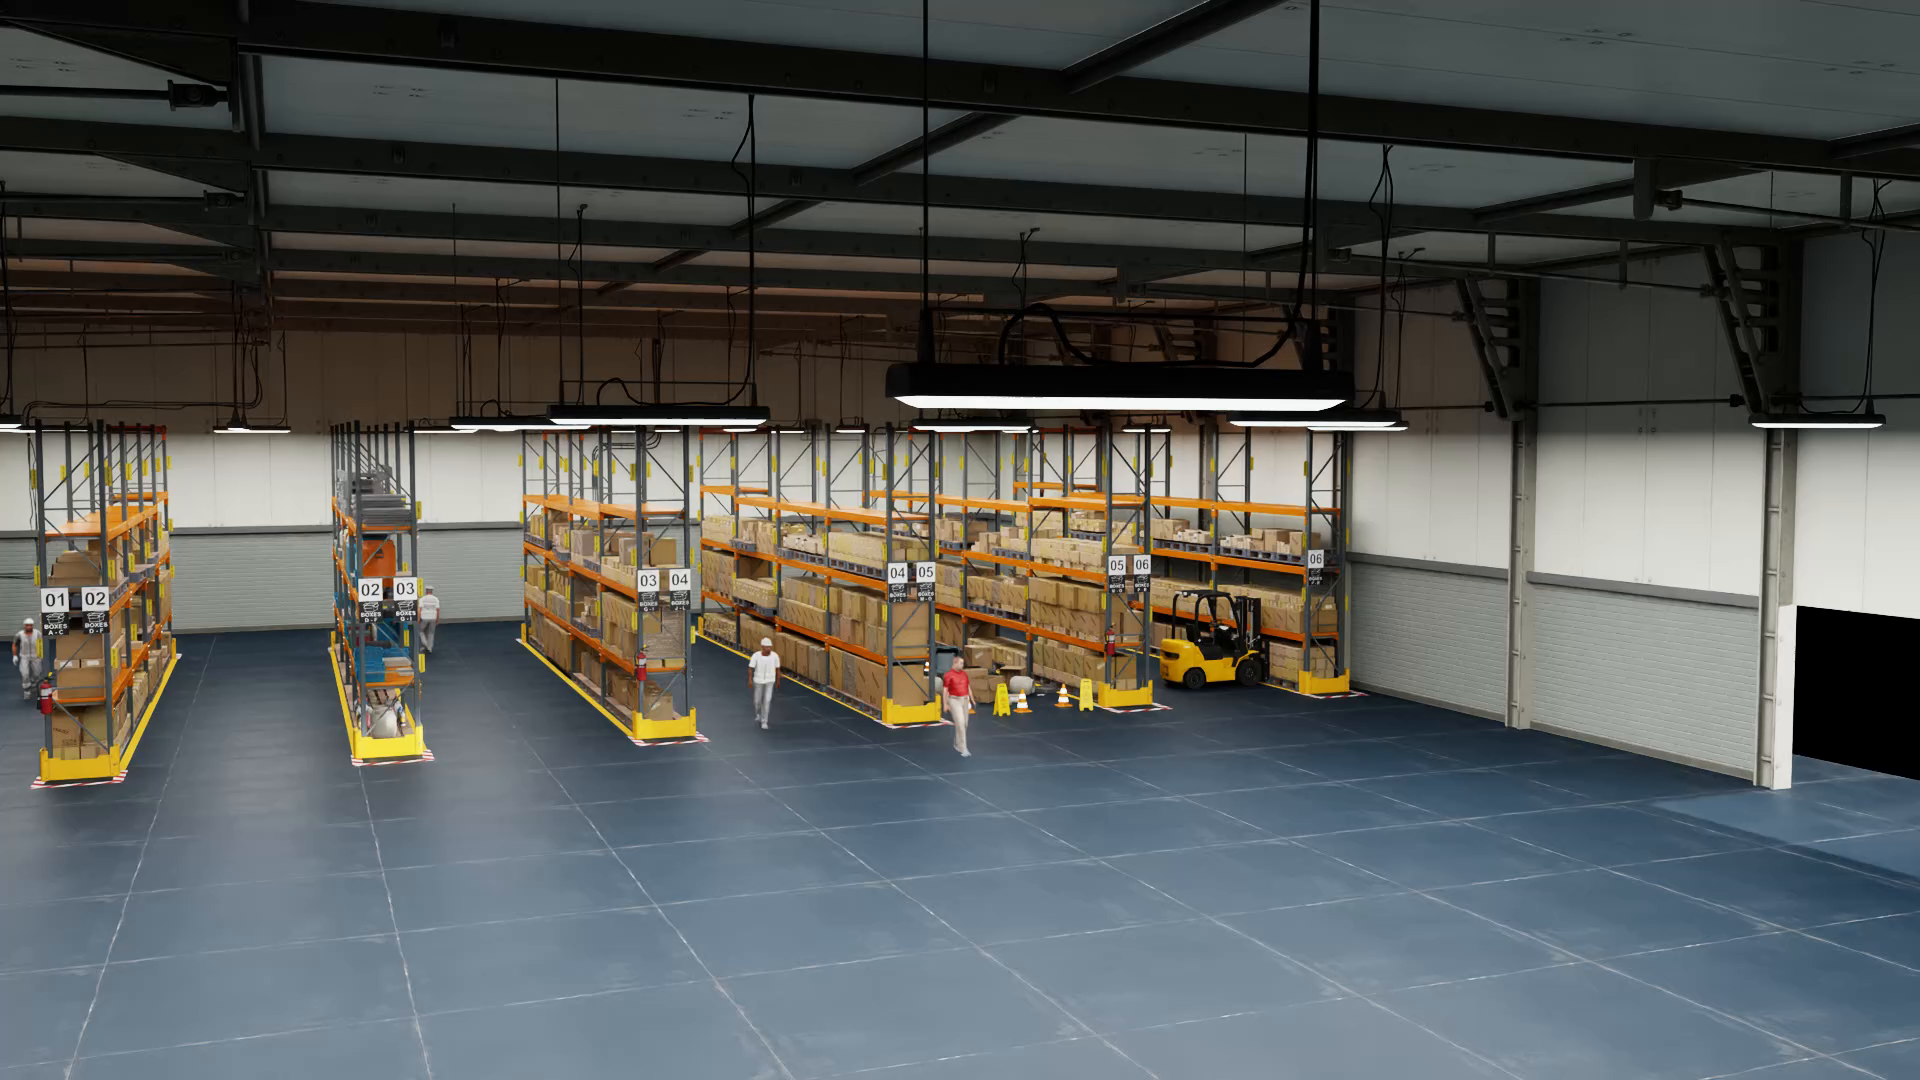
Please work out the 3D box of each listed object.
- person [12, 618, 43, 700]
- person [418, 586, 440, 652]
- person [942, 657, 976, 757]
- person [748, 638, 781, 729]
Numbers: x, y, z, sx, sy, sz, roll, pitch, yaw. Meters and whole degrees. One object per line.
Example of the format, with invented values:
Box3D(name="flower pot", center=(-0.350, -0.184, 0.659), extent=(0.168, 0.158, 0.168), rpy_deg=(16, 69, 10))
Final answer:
Box3D(name="person", center=(-20.390, 2.574, 36.394), extent=(0.623, 1.764, 0.703), rpy_deg=(-3, 4, -35))
Box3D(name="person", center=(-14.029, 2.096, 43.893), extent=(0.579, 1.753, 0.484), rpy_deg=(-2, 4, -26))
Box3D(name="person", center=(0.069, 3.001, 30.056), extent=(0.558, 1.756, 0.680), rpy_deg=(-3, 5, -44))
Box3D(name="person", center=(-3.862, 2.807, 32.851), extent=(0.659, 1.743, 0.873), rpy_deg=(-1, 4, -12))
